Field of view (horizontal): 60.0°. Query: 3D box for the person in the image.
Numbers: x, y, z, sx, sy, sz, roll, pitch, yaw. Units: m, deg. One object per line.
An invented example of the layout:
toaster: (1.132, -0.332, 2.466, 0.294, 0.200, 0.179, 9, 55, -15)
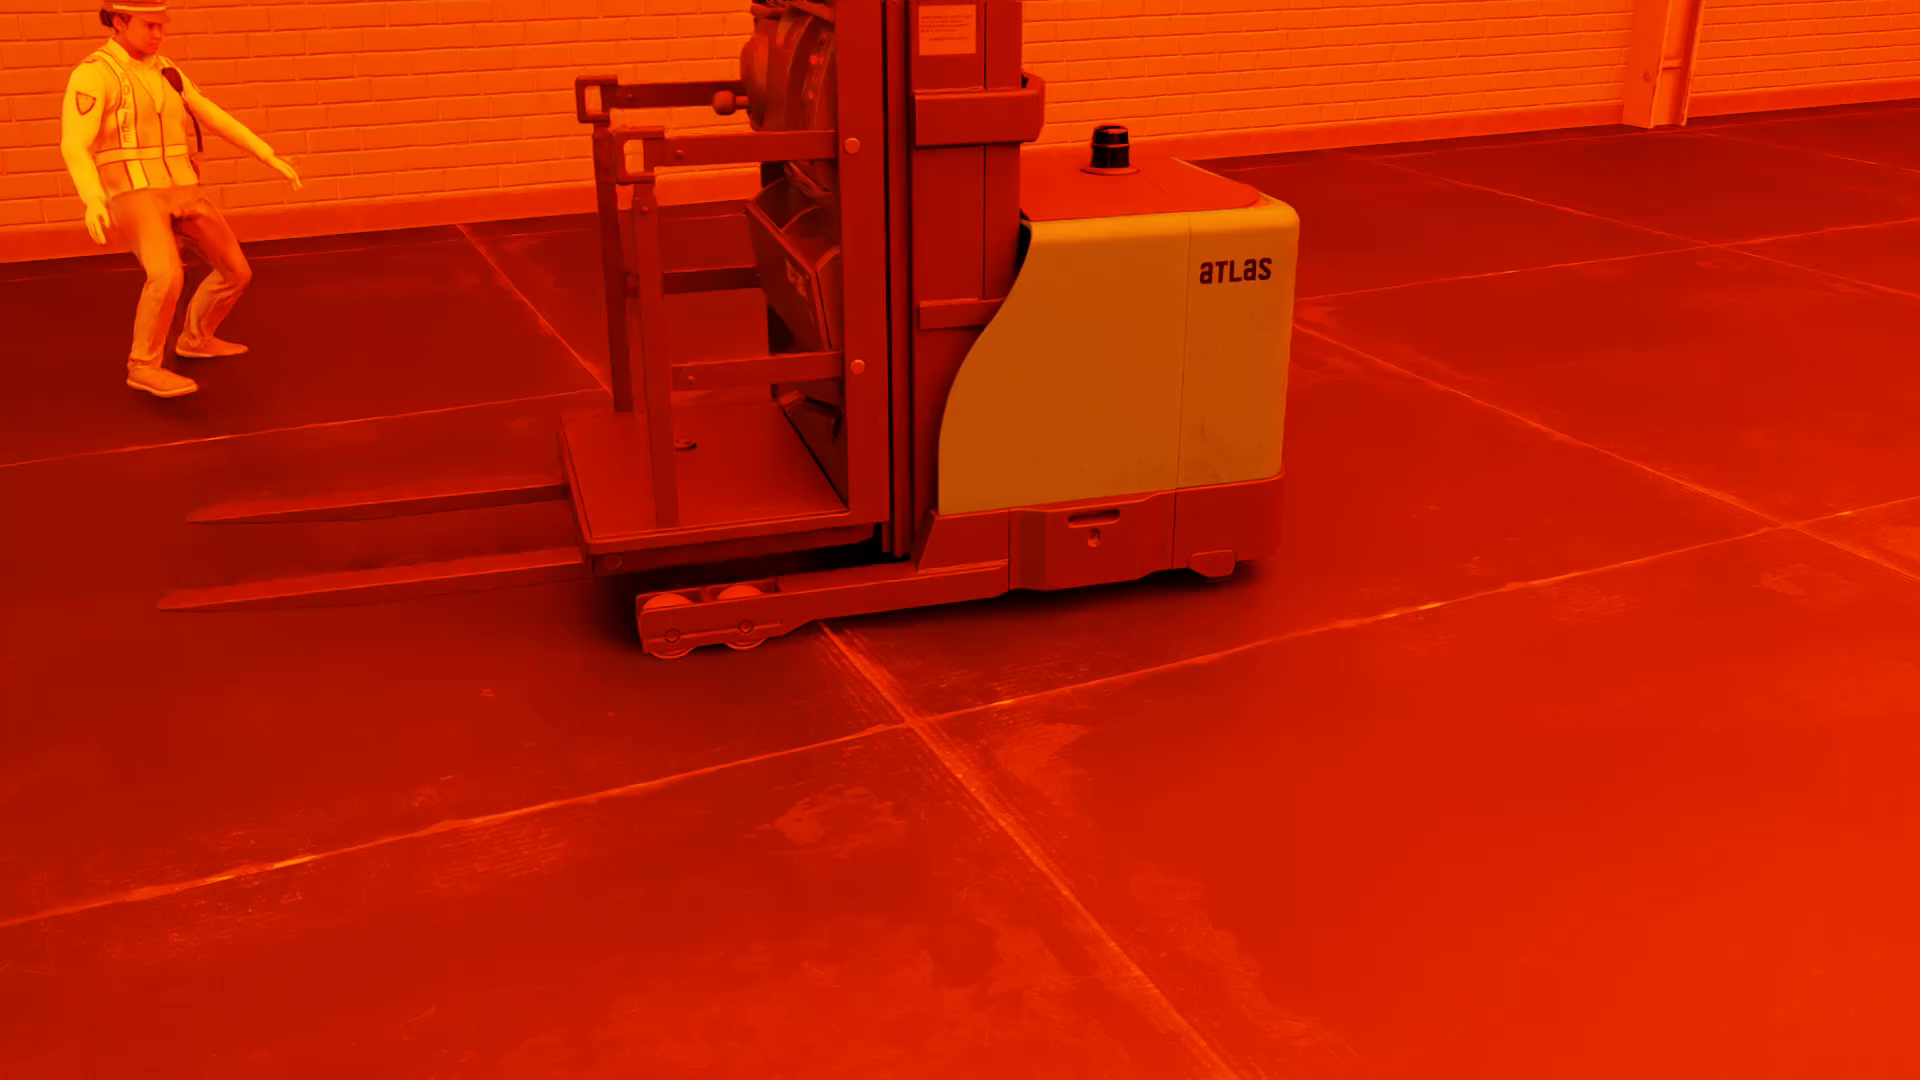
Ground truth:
person: (-3.041, -1.342, 6.395, 0.667, 1.545, 0.881, 10, 24, 22)

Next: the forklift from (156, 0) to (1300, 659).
forklift: (-0.639, -1.268, 4.339, 3.031, 2.935, 1.130, -7, 23, -16)
